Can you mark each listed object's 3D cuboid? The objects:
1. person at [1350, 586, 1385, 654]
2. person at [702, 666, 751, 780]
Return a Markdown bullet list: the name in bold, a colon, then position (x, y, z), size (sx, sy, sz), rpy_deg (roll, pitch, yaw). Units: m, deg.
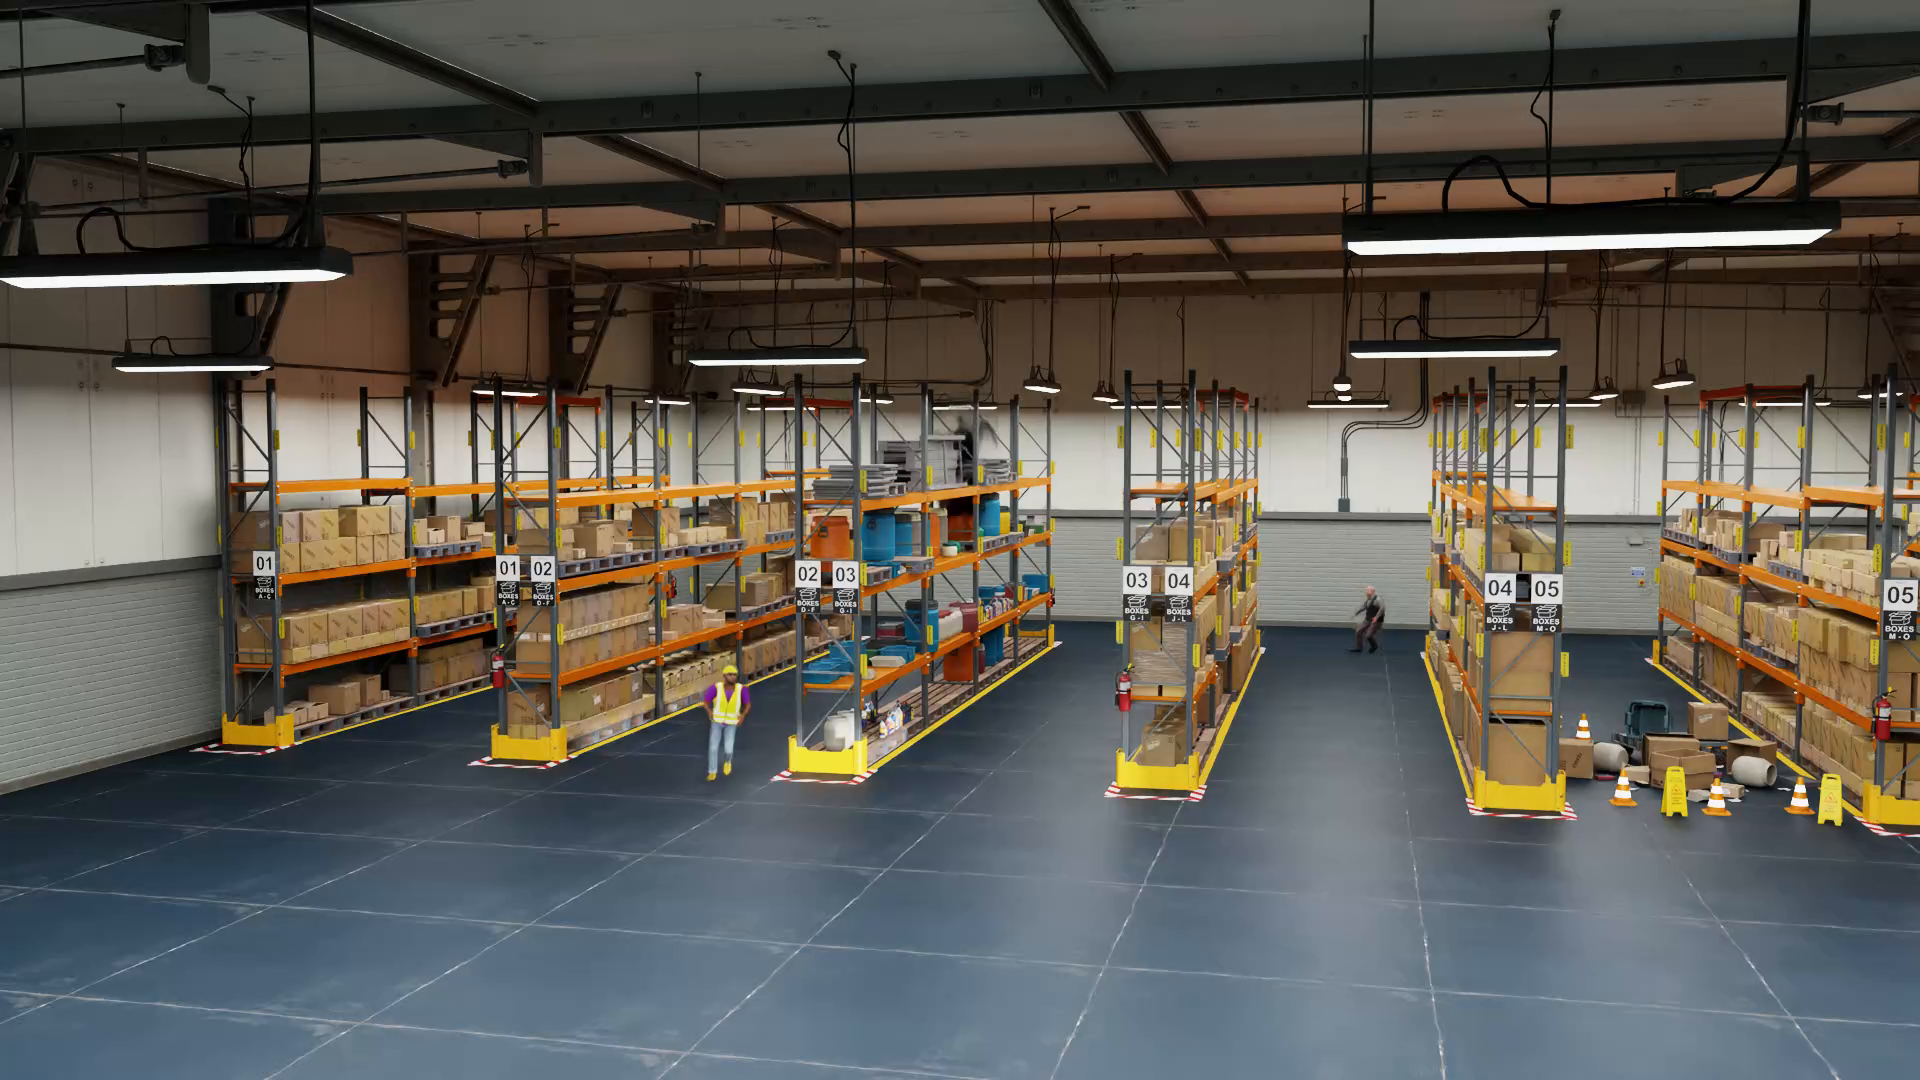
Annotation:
- **person**: position (9.574, 1.876, 38.909), size (0.501, 1.609, 0.875), rpy_deg (-2, 4, -30)
- **person**: position (-3.447, 2.691, 24.520), size (0.701, 1.680, 0.555), rpy_deg (0, 3, -5)
